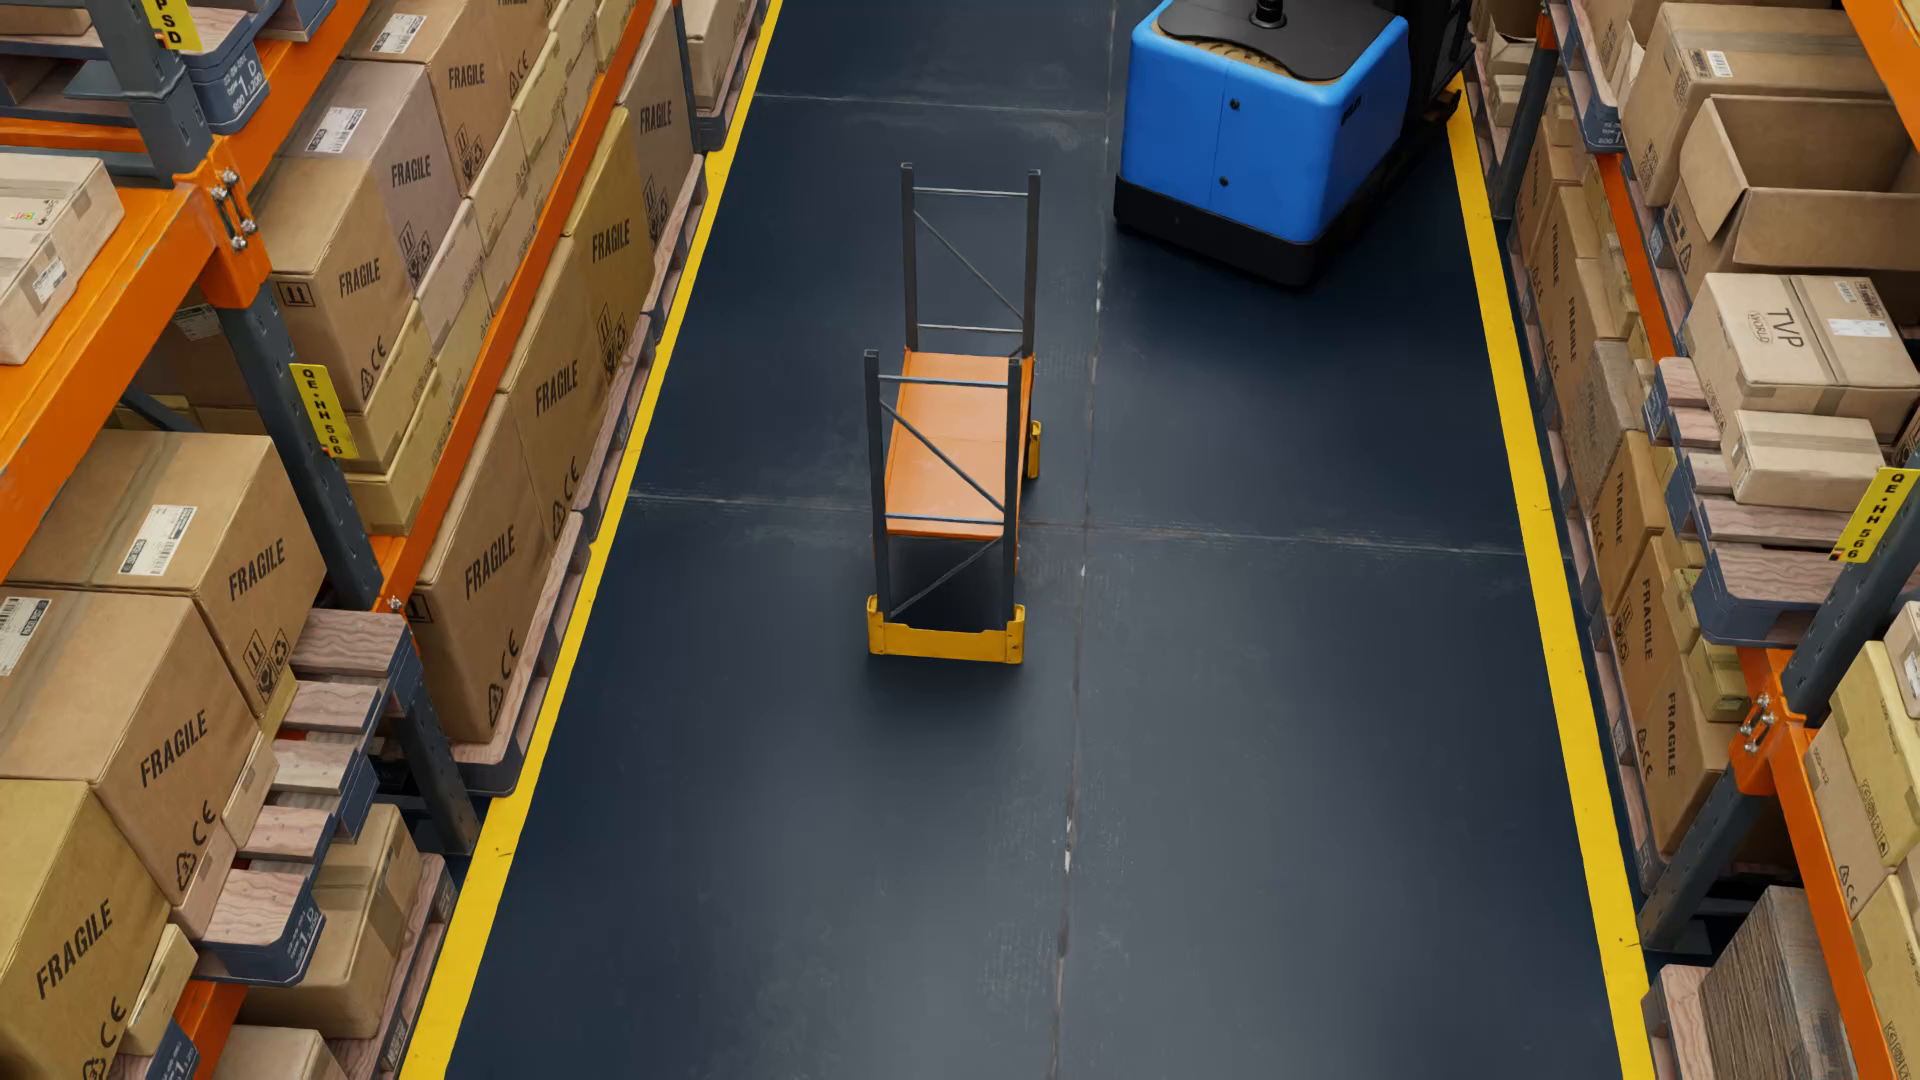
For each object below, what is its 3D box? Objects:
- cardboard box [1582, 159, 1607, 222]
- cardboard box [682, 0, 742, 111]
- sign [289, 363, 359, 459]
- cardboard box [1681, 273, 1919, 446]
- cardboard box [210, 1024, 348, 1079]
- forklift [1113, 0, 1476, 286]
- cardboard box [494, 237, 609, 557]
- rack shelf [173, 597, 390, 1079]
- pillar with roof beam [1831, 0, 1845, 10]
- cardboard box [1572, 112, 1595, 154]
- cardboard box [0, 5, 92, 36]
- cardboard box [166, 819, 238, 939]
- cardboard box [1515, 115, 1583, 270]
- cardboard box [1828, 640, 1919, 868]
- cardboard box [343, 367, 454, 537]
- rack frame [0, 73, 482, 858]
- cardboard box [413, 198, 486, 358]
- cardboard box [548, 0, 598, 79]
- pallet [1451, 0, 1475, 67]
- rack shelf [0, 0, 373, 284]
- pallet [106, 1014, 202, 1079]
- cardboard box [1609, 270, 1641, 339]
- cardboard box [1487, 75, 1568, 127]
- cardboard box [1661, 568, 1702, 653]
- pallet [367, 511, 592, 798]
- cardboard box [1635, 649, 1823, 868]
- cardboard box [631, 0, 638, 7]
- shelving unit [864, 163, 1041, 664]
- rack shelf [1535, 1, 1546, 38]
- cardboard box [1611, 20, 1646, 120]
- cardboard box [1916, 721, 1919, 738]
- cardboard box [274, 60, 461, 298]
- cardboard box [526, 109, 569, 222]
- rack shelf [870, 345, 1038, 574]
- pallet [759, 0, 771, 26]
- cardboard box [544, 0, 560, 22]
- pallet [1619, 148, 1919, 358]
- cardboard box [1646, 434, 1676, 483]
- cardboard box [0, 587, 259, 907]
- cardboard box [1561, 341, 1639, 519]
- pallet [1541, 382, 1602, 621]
[{"bbox_3d":[2.869,-1.476,7.037,0.380,0.149,0.250,2,48,2],"label":"cardboard box"},{"bbox_3d":[-1.652,-2.665,8.606,0.875,0.438,0.875,3,48,3],"label":"cardboard box"},{"bbox_3d":[-1.640,-0.329,4.287,0.100,0.325,0.005,4,48,4],"label":"sign"},{"bbox_3d":[2.536,-0.551,5.039,0.500,0.250,0.500,2,48,2],"label":"cardboard box"},{"bbox_3d":[-2.302,1.708,4.651,0.950,0.372,0.625,3,48,3],"label":"cardboard box"},{"bbox_3d":[1.968,-3.240,7.727,1.130,2.935,3.031,25,52,21],"label":"forklift"},{"bbox_3d":[-1.950,-0.576,6.399,0.875,0.875,0.875,4,48,4],"label":"cardboard box"},{"bbox_3d":[-2.363,1.718,3.633,1.077,0.370,4.000,4,48,4],"label":"rack shelf"},{"bbox_3d":[-0.199,-5.368,5.561,9.100,9.000,0.400,4,48,4],"label":"pillar with roof beam"},{"bbox_3d":[2.853,-1.780,7.114,0.380,0.149,0.250,2,48,2],"label":"cardboard box"},{"bbox_3d":[-2.297,-1.470,3.675,0.797,0.503,0.637,1,48,1],"label":"cardboard box"},{"bbox_3d":[-1.938,0.780,3.890,0.380,0.149,0.250,2,48,2],"label":"cardboard box"},{"bbox_3d":[2.859,-1.560,7.554,0.500,0.500,0.500,6,48,5],"label":"cardboard box"},{"bbox_3d":[2.454,0.527,3.998,0.500,0.250,0.500,4,48,3],"label":"cardboard box"},{"bbox_3d":[-1.886,-0.286,5.081,0.500,0.250,0.500,3,48,3],"label":"cardboard box"},{"bbox_3d":[-2.181,0.006,4.712,1.000,3.000,0.127,4,48,4],"label":"rack frame"},{"bbox_3d":[-1.841,-0.848,5.256,0.500,0.250,0.500,5,48,4],"label":"cardboard box"},{"bbox_3d":[-1.694,-1.963,6.275,0.500,0.250,0.500,5,48,4],"label":"cardboard box"},{"bbox_3d":[3.299,-3.065,9.410,1.003,0.211,1.213,4,48,4],"label":"pallet"},{"bbox_3d":[-1.999,-2.234,5.215,1.077,0.370,4.000,4,48,4],"label":"rack shelf"},{"bbox_3d":[-2.321,1.528,3.450,1.003,0.211,1.213,4,48,4],"label":"pallet"},{"bbox_3d":[2.773,-0.910,6.519,0.380,0.149,0.250,5,48,5],"label":"cardboard box"},{"bbox_3d":[2.885,-2.211,8.387,0.380,0.149,0.250,3,48,2],"label":"cardboard box"},{"bbox_3d":[2.549,0.237,5.470,0.380,0.149,0.250,2,48,2],"label":"cardboard box"},{"bbox_3d":[-2.034,0.373,6.266,1.003,0.211,1.213,4,48,4],"label":"pallet"},{"bbox_3d":[2.587,0.713,5.474,0.500,0.500,0.500,5,48,5],"label":"cardboard box"},{"bbox_3d":[-1.606,-2.536,7.139,0.500,0.250,0.500,3,48,3],"label":"cardboard box"},{"bbox_3d":[-0.007,-0.450,6.145,0.587,1.500,1.083,4,48,4],"label":"shelving unit"},{"bbox_3d":[3.309,-3.829,8.707,1.077,0.370,4.000,4,48,4],"label":"rack shelf"},{"bbox_3d":[2.618,-1.704,6.082,0.396,0.266,0.258,6,48,5],"label":"cardboard box"},{"bbox_3d":[2.417,0.495,3.757,0.380,0.149,0.250,5,48,4],"label":"cardboard box"},{"bbox_3d":[-1.857,-1.077,4.957,0.500,0.500,0.500,4,48,4],"label":"cardboard box"},{"bbox_3d":[-1.761,-1.413,6.111,0.500,0.250,0.500,4,48,4],"label":"cardboard box"},{"bbox_3d":[-0.008,-0.322,6.272,0.538,0.185,1.000,4,48,4],"label":"rack shelf"},{"bbox_3d":[-1.561,-3.445,9.758,1.003,0.211,1.213,4,48,4],"label":"pallet"},{"bbox_3d":[-1.713,-2.208,5.991,0.500,0.500,0.500,5,48,5],"label":"cardboard box"},{"bbox_3d":[2.935,-1.028,5.787,1.003,0.211,1.213,4,48,4],"label":"pallet"},{"bbox_3d":[2.709,-0.328,5.987,0.380,0.149,0.250,3,48,3],"label":"cardboard box"},{"bbox_3d":[-1.982,0.463,3.740,0.500,0.500,0.500,3,48,3],"label":"cardboard box"},{"bbox_3d":[2.717,-0.421,6.512,0.500,0.500,0.500,2,48,2],"label":"cardboard box"},{"bbox_3d":[2.982,-0.162,6.755,1.003,0.211,1.213,4,48,4],"label":"pallet"}]
